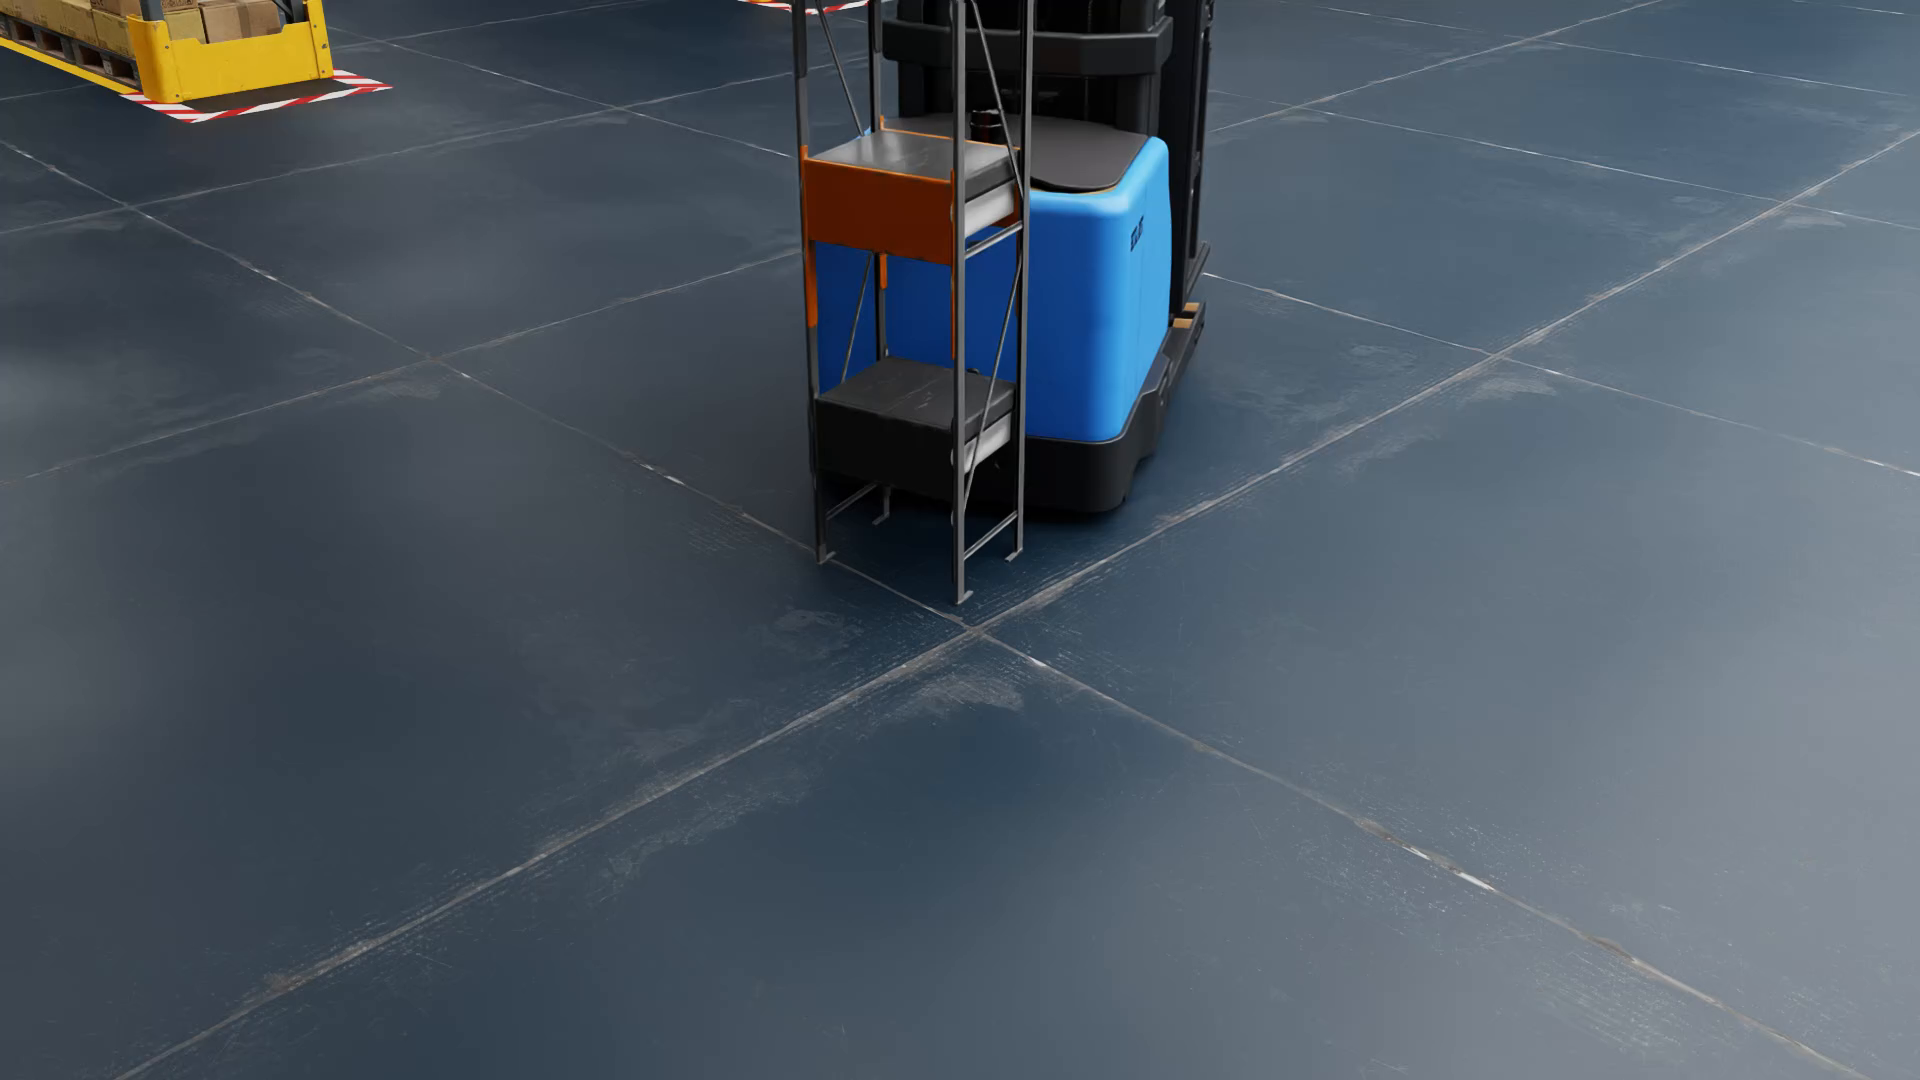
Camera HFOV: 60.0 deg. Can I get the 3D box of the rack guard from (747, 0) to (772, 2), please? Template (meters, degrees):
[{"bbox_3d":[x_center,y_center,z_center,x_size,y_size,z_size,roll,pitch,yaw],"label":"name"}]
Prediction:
[{"bbox_3d":[-1.351,-4.868,13.970,0.348,0.500,1.175,25,36,38],"label":"rack guard"}]

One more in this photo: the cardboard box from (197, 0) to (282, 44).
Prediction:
[{"bbox_3d":[-4.965,-3.540,11.262,0.500,0.250,0.500,25,36,38],"label":"cardboard box"}]

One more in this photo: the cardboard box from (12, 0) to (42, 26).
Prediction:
[{"bbox_3d":[-6.406,-3.853,11.859,0.500,0.250,0.500,25,36,38],"label":"cardboard box"}]

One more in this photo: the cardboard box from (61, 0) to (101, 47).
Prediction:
[{"bbox_3d":[-5.693,-3.527,11.238,0.500,0.250,0.500,25,36,38],"label":"cardboard box"}]

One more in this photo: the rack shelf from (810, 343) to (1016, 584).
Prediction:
[{"bbox_3d":[-0.123,-0.240,4.982,0.480,0.518,0.431,15,31,26],"label":"rack shelf"}]

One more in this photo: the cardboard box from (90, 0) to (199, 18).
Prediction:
[{"bbox_3d":[-5.330,-3.699,10.759,0.500,0.500,0.500,25,36,38],"label":"cardboard box"}]

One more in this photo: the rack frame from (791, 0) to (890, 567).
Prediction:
[{"bbox_3d":[-0.334,-0.928,4.758,0.015,2.100,0.400,15,31,26],"label":"rack frame"}]

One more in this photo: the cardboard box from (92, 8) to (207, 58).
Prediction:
[{"bbox_3d":[-5.328,-3.368,10.935,0.500,0.250,0.500,25,36,38],"label":"cardboard box"}]

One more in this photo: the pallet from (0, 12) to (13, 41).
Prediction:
[{"bbox_3d":[-7.053,-4.120,12.858,1.213,0.211,1.003,25,36,38],"label":"pallet"}]

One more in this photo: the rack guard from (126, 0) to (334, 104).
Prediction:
[{"bbox_3d":[-4.722,-3.208,10.814,0.348,0.500,1.175,25,36,38],"label":"rack guard"}]

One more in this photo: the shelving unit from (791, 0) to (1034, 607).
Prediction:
[{"bbox_3d":[-0.123,-0.871,4.650,0.503,2.100,0.431,15,31,26],"label":"shelving unit"}]

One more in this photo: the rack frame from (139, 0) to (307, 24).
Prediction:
[{"bbox_3d":[-4.739,-4.322,10.247,0.127,3.000,1.000,25,36,38],"label":"rack frame"}]

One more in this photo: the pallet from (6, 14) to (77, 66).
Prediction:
[{"bbox_3d":[-6.179,-3.722,12.101,1.213,0.211,1.003,25,36,38],"label":"pallet"}]

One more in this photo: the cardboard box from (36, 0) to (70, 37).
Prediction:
[{"bbox_3d":[-6.051,-3.690,11.547,0.500,0.250,0.500,25,36,38],"label":"cardboard box"}]

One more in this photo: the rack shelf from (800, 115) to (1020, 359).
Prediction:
[{"bbox_3d":[-0.123,-0.859,4.656,0.480,0.518,0.431,15,31,26],"label":"rack shelf"}]

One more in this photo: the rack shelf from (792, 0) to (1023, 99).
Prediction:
[{"bbox_3d":[-0.122,-1.478,4.330,0.480,0.518,0.431,15,31,26],"label":"rack shelf"}]

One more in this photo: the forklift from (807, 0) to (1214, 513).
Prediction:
[{"bbox_3d":[0.378,-2.052,6.002,1.130,2.935,3.031,7,29,13],"label":"forklift"}]

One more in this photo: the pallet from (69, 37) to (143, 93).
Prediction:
[{"bbox_3d":[-5.314,-3.324,11.344,1.213,0.211,1.003,25,36,38],"label":"pallet"}]

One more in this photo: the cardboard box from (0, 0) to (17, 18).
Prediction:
[{"bbox_3d":[-6.767,-4.015,12.165,0.500,0.250,0.500,25,36,38],"label":"cardboard box"}]

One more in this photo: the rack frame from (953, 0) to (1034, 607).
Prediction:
[{"bbox_3d":[0.089,-0.814,4.542,0.015,2.100,0.400,15,31,26],"label":"rack frame"}]
